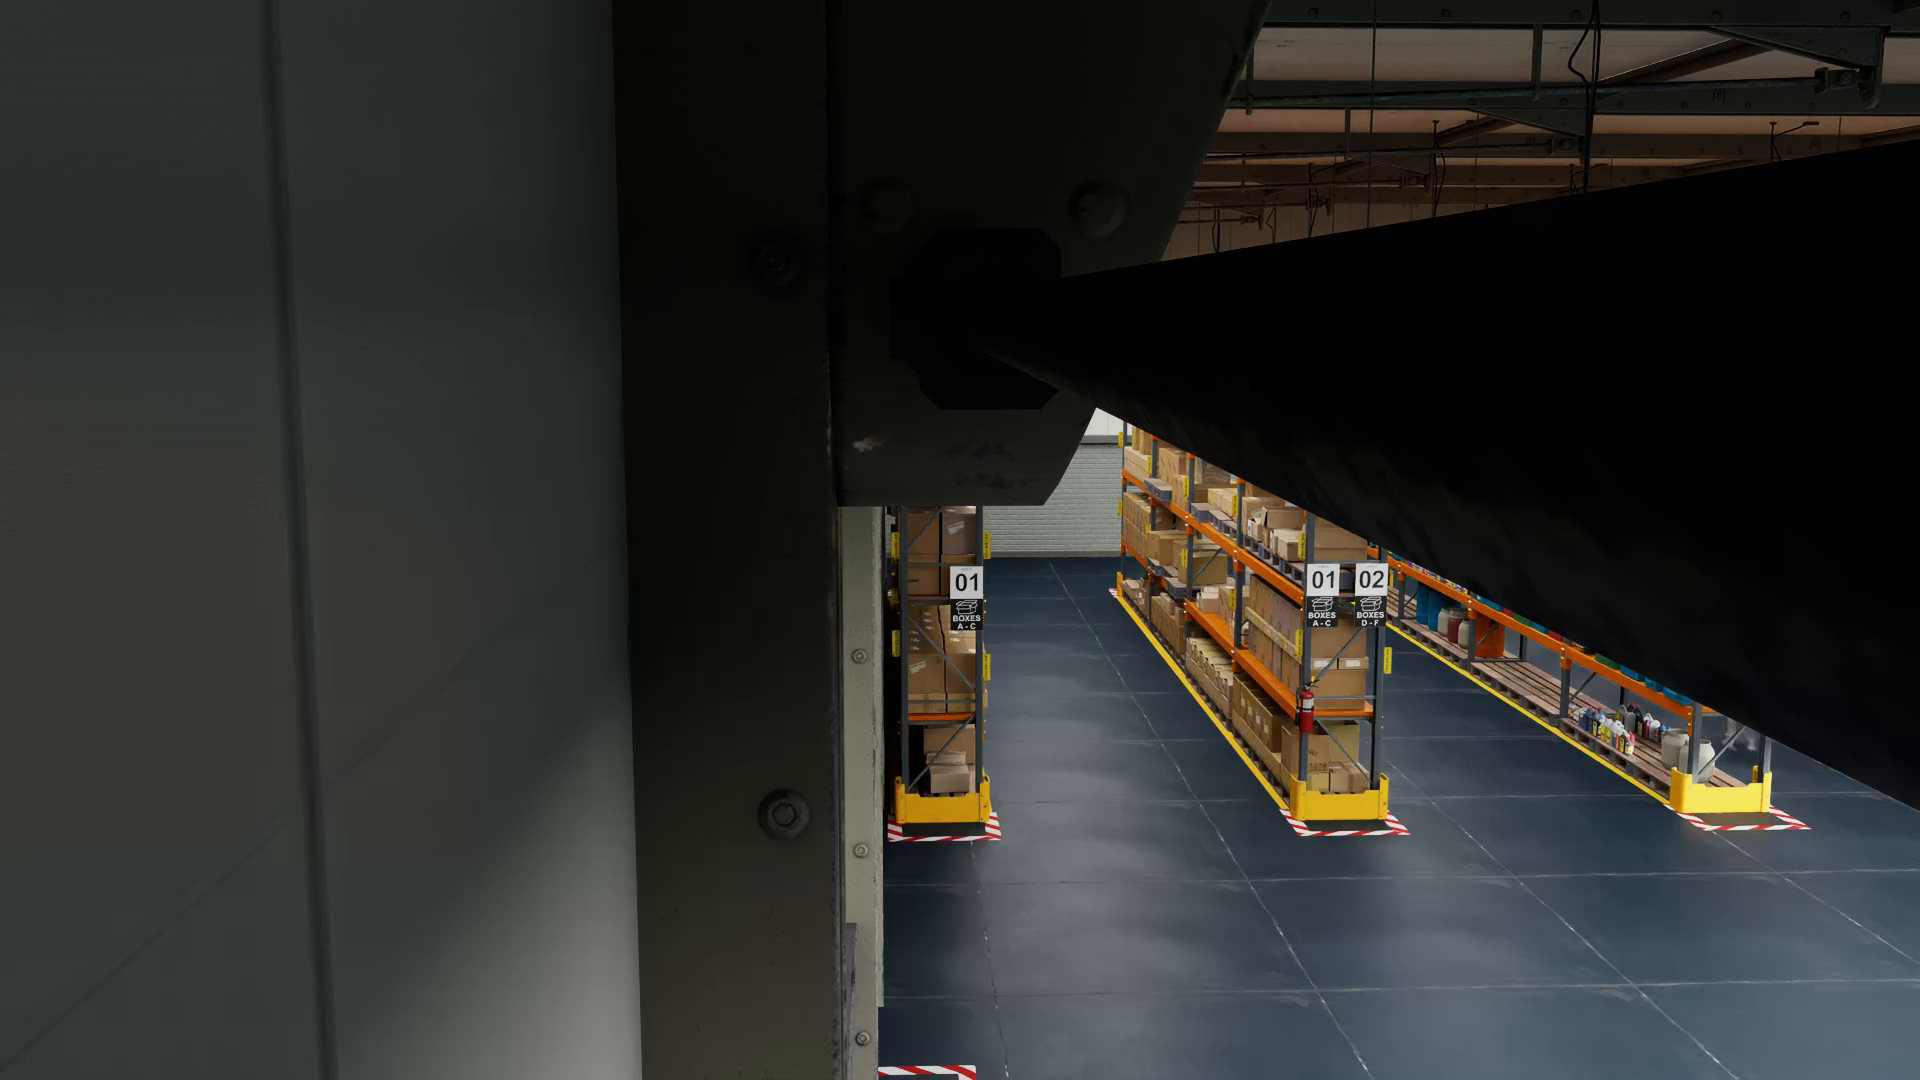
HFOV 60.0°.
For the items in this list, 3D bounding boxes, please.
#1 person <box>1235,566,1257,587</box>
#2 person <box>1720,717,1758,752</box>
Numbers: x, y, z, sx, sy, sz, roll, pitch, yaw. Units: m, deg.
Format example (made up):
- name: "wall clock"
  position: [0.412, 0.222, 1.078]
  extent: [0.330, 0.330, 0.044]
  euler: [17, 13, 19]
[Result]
- name: "person"
  position: [6.022, 0.653, 34.246]
  extent: [0.622, 1.684, 0.994]
  euler: [0, 8, -2]
- name: "person"
  position: [11.261, 2.118, 23.902]
  extent: [0.388, 1.809, 0.563]
  euler: [-8, 11, -44]
